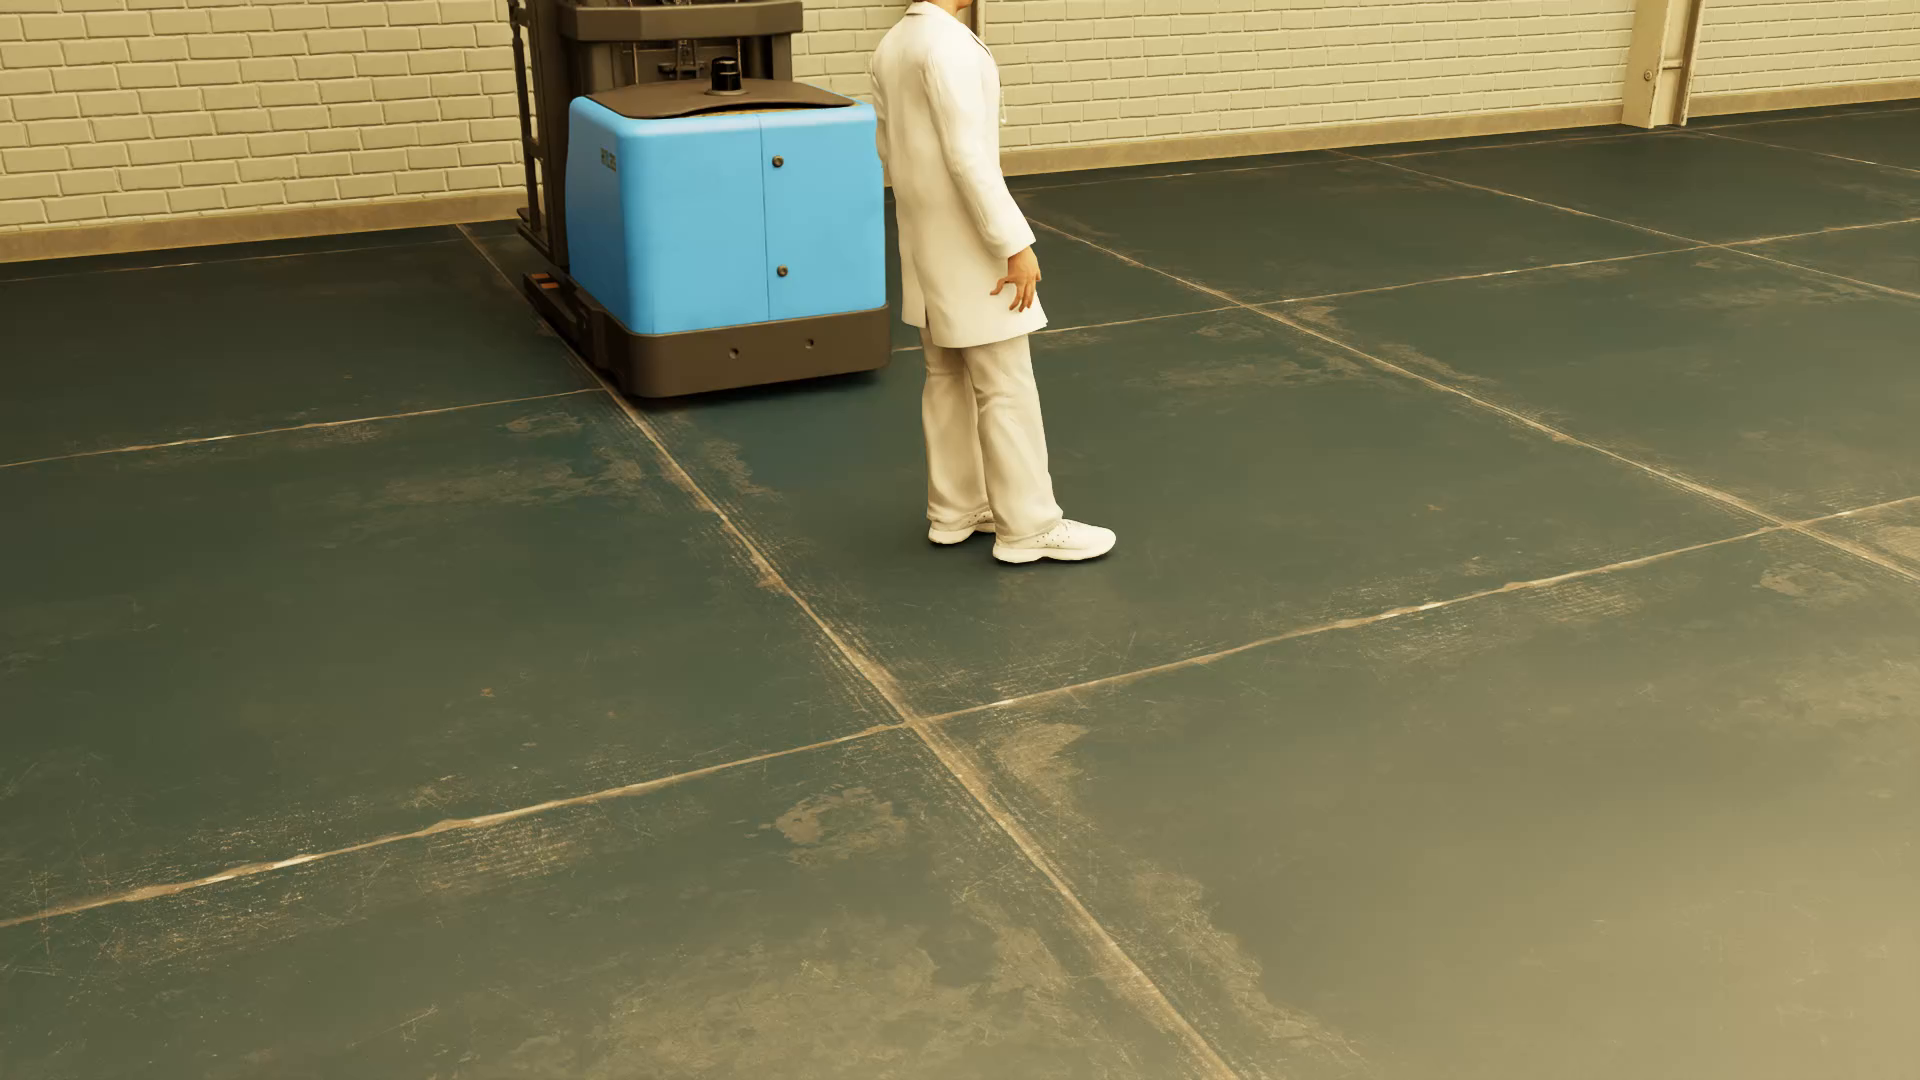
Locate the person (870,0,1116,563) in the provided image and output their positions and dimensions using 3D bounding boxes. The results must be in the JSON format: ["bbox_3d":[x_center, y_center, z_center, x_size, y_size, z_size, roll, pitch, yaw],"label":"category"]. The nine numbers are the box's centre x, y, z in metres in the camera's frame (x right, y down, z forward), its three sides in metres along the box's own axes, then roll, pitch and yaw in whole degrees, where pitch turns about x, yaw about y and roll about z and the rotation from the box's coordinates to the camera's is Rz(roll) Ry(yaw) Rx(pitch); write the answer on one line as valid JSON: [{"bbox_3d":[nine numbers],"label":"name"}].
[{"bbox_3d":[0.084,-0.840,4.794,0.581,1.775,0.694,-10,25,-23],"label":"person"}]

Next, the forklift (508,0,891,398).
[{"bbox_3d":[-1.361,-2.413,7.094,1.130,2.935,3.031,-10,25,-23],"label":"forklift"}]
